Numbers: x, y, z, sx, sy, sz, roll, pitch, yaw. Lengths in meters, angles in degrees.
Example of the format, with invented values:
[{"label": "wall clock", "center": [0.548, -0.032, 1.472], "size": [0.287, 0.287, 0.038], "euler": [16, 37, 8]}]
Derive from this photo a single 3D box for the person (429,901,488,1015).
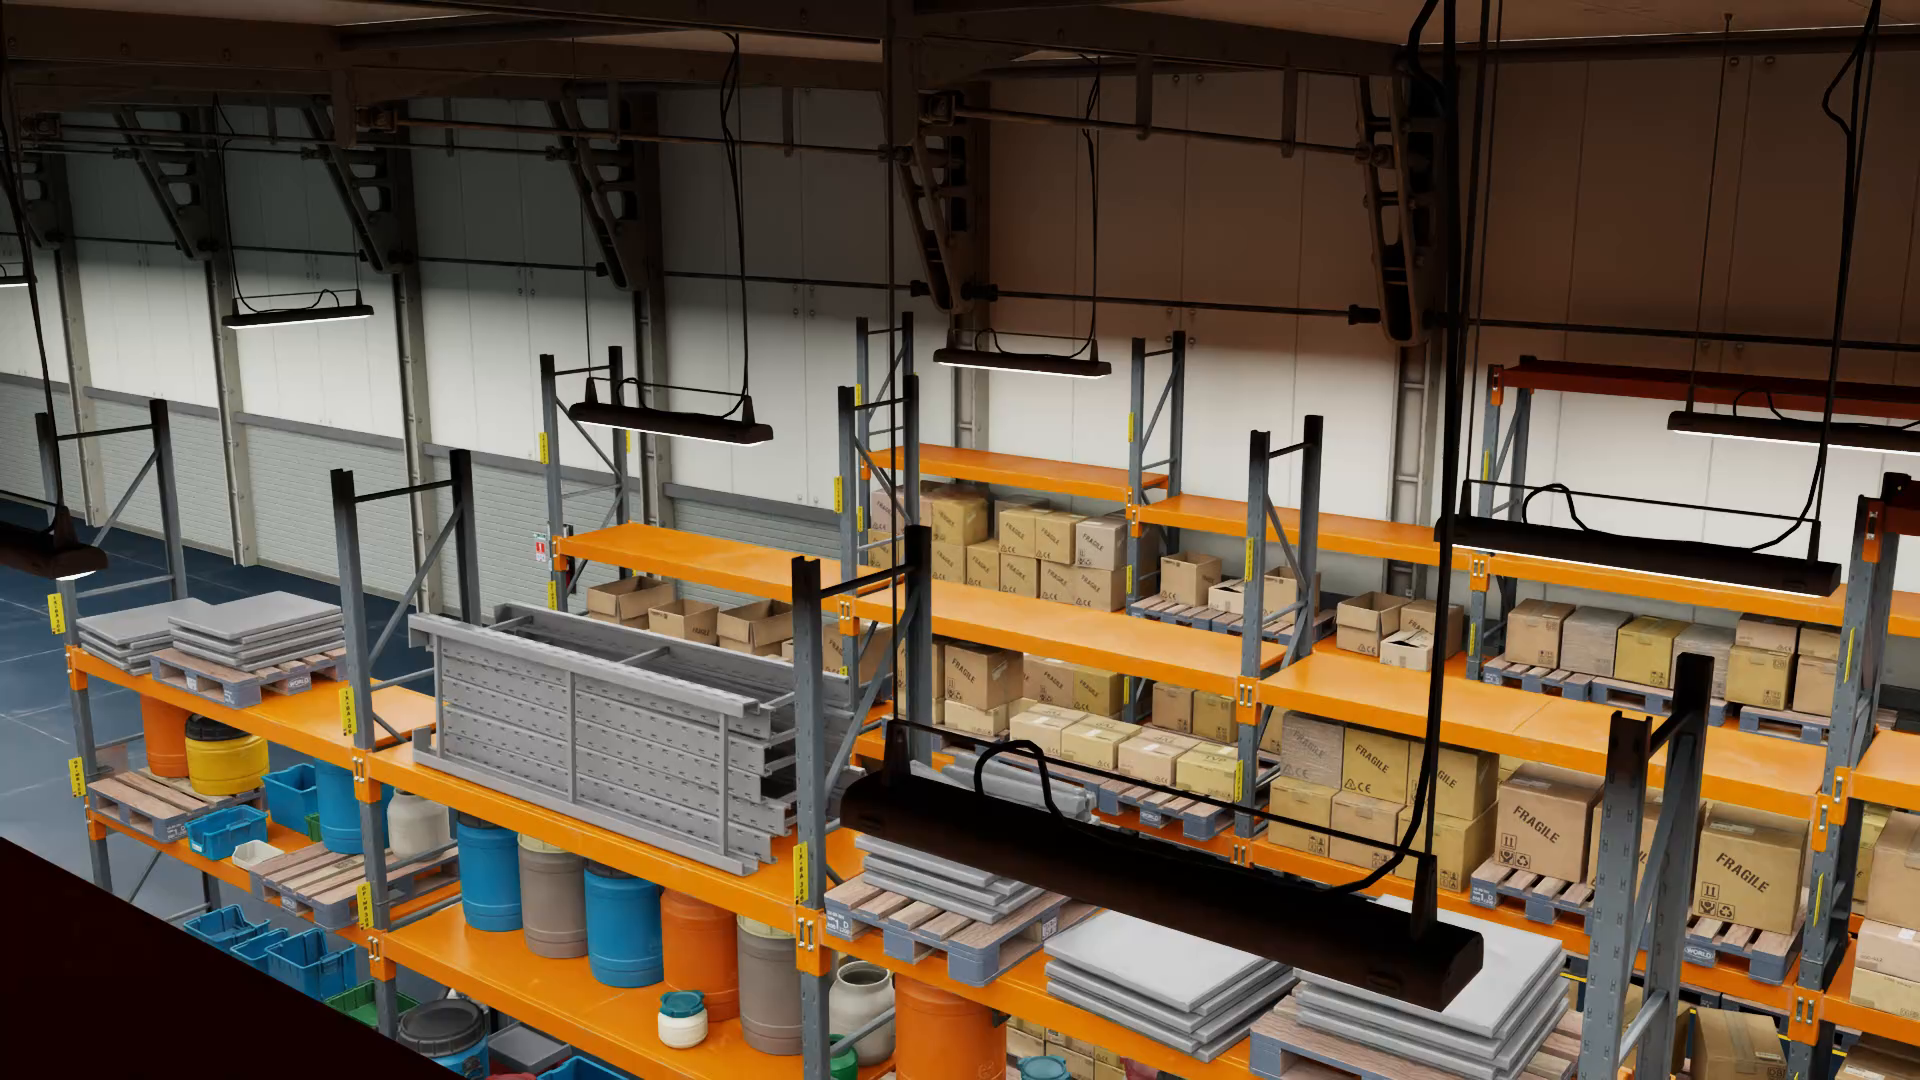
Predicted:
[{"label": "person", "center": [-4.783, 3.689, 15.724], "size": [0.670, 1.674, 0.529], "euler": [5, 14, 20]}]
